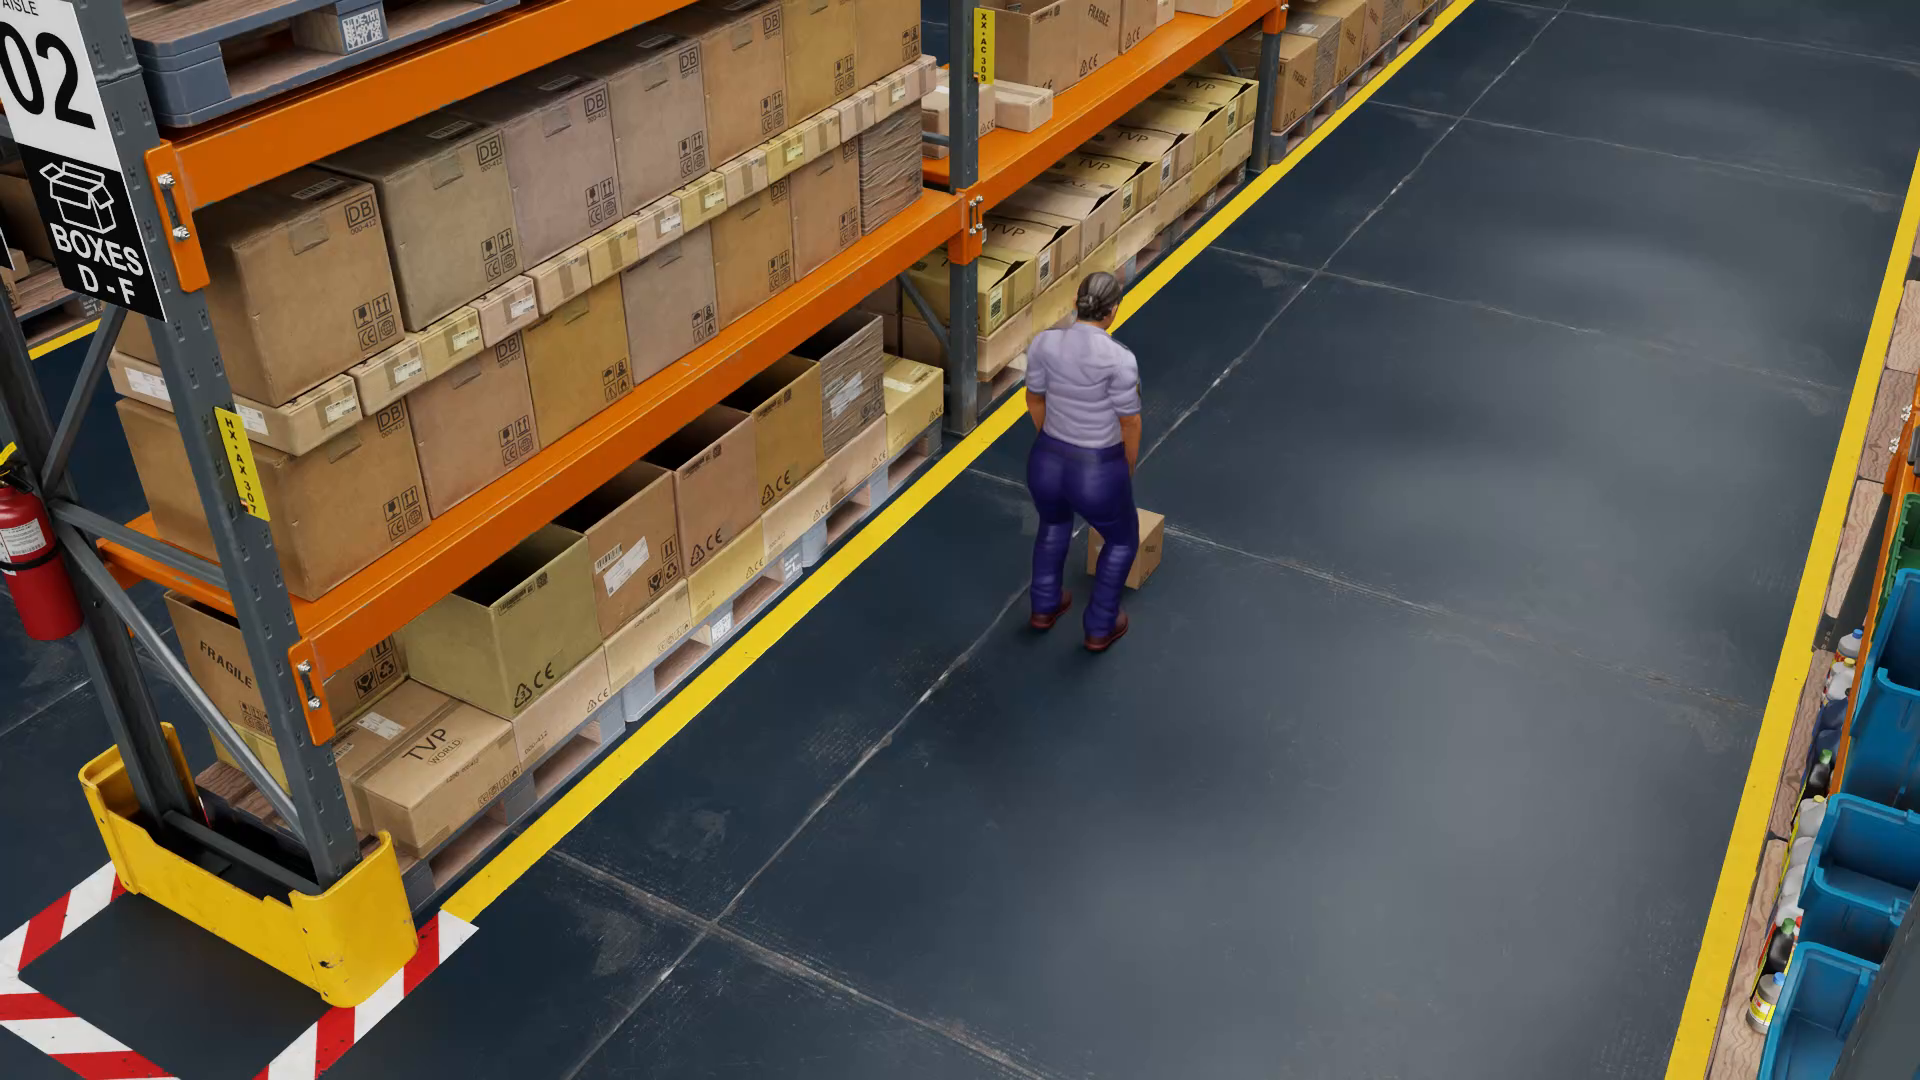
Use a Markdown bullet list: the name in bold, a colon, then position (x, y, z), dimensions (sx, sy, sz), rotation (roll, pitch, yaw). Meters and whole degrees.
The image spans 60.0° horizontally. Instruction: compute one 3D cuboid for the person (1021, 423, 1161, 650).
- **person**: position (0.597, -0.027, 7.026), dimensions (0.494, 0.744, 0.814), rotation (17, 38, 23)
